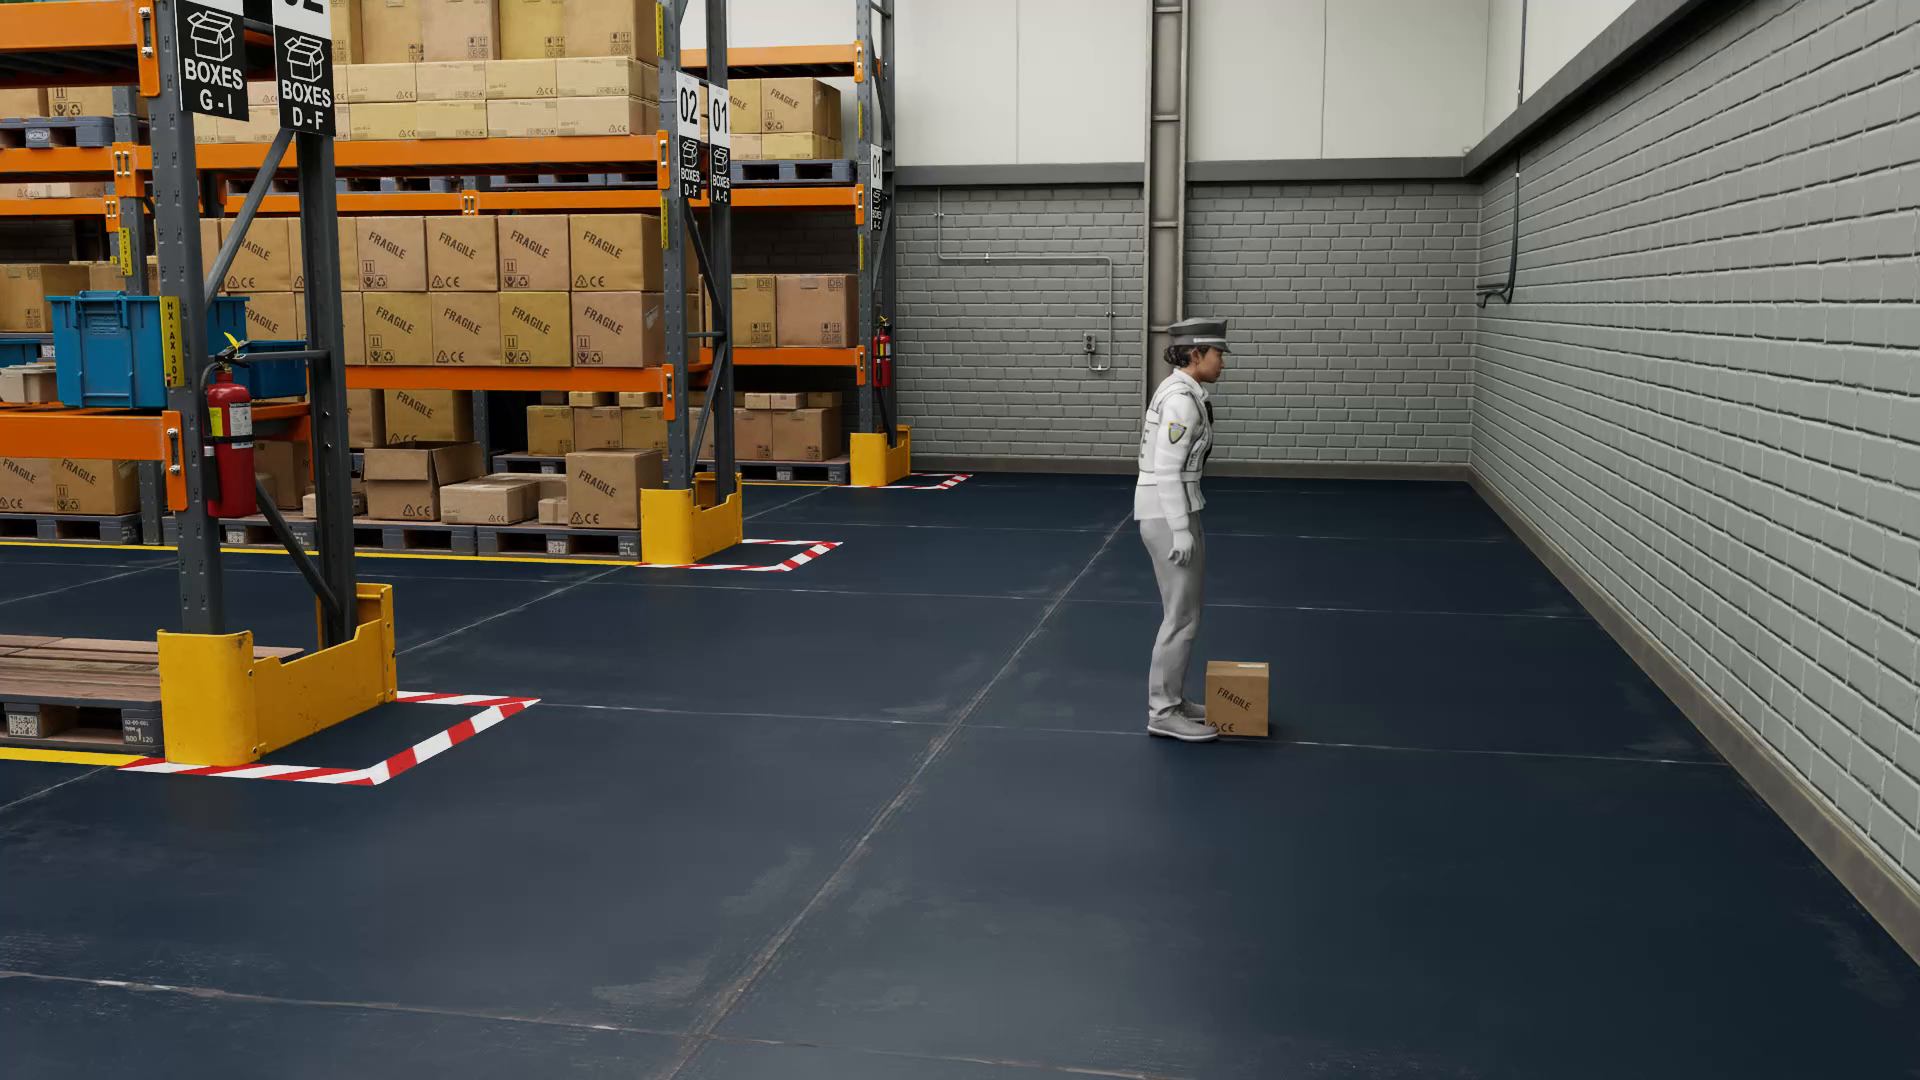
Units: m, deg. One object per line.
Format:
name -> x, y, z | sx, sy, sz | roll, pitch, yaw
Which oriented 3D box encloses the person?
person -> 0.889, -0.058, 6.716 | 0.373, 1.663, 0.526 | 1, 8, 10
